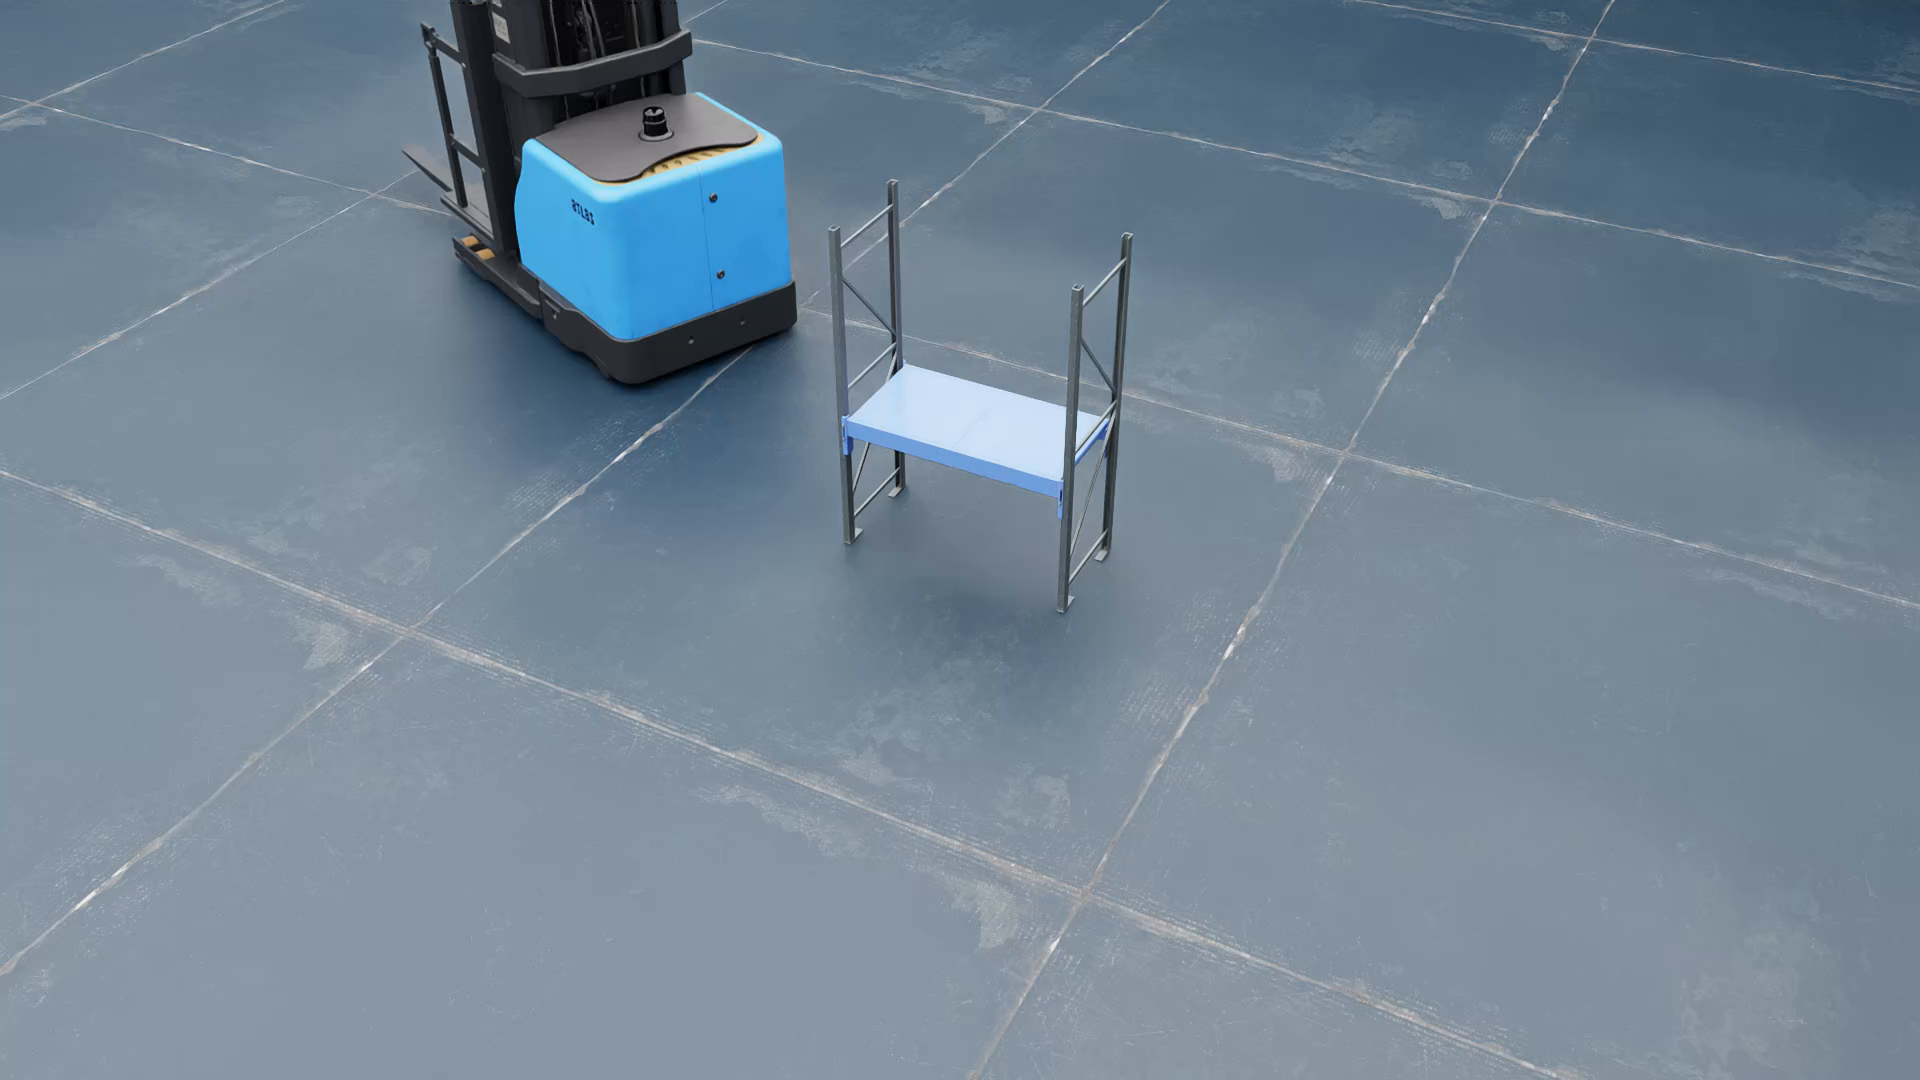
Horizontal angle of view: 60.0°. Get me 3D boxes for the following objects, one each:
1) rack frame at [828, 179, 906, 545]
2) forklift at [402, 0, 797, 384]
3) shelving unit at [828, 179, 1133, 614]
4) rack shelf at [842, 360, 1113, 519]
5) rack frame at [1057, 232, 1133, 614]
[{"bbox_3d":[-0.376,-0.715,6.952,0.032,1.500,0.500,17,41,21],"label":"rack frame"},{"bbox_3d":[-2.154,-2.762,8.465,1.130,2.935,3.031,-26,44,-30],"label":"forklift"},{"bbox_3d":[0.076,-0.574,6.765,1.048,1.500,0.538,17,41,21],"label":"shelving unit"},{"bbox_3d":[0.076,-0.430,6.874,1.000,0.185,0.538,17,41,21],"label":"rack shelf"},{"bbox_3d":[0.527,-0.432,6.579,0.032,1.500,0.500,17,41,21],"label":"rack frame"}]
